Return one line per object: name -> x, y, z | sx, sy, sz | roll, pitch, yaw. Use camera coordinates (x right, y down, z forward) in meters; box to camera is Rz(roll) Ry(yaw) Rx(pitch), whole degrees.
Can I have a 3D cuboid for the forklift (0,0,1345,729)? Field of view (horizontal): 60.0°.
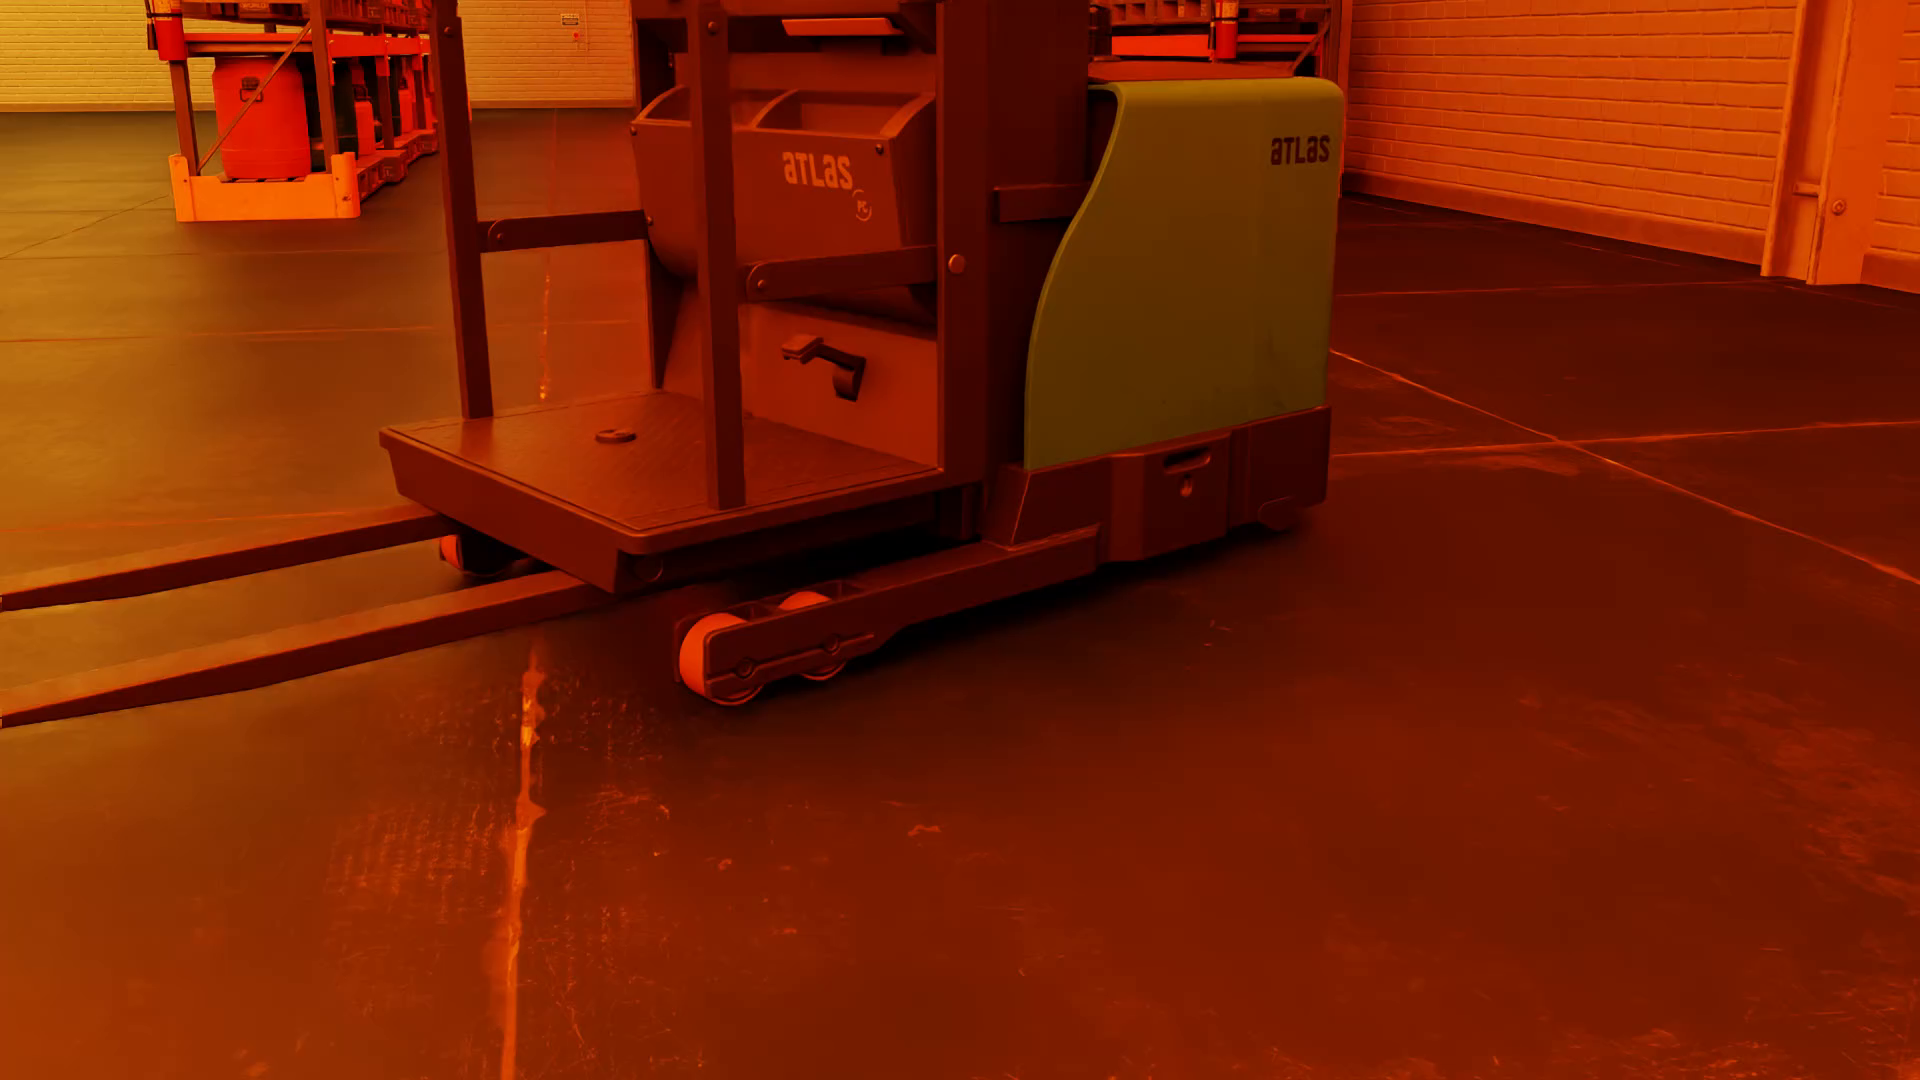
forklift -> -0.537, -1.273, 3.152 | 3.031, 2.935, 1.130 | -14, 21, -39
